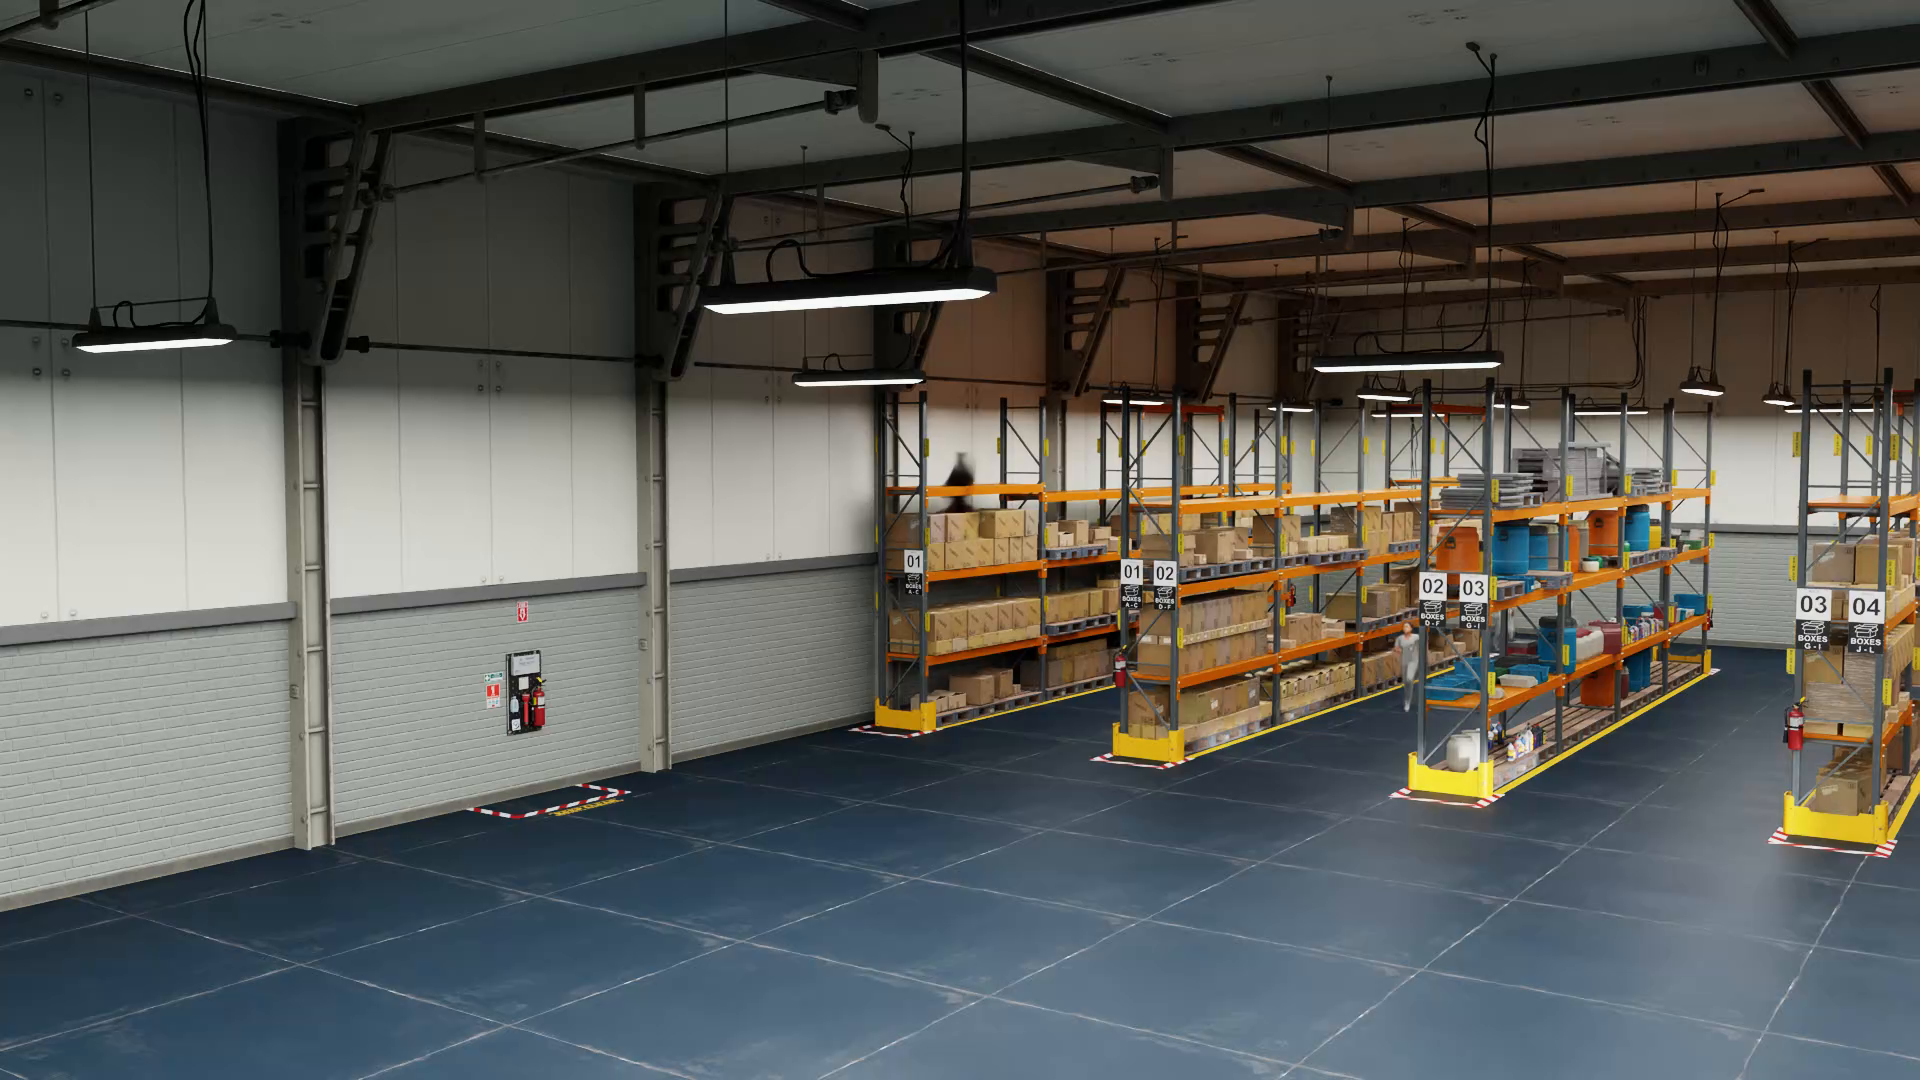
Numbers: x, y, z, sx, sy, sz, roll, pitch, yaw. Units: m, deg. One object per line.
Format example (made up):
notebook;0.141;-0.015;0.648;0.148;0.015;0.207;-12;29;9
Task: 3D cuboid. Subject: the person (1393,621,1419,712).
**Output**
person;8.638;2.400;31.899;0.580;1.709;0.890;2;4;32

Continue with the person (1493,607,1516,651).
person;13.211;1.899;40.465;0.649;1.838;0.757;-1;3;-11

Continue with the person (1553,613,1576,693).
person;12.283;2.265;33.994;0.673;1.709;0.701;1;3;22
